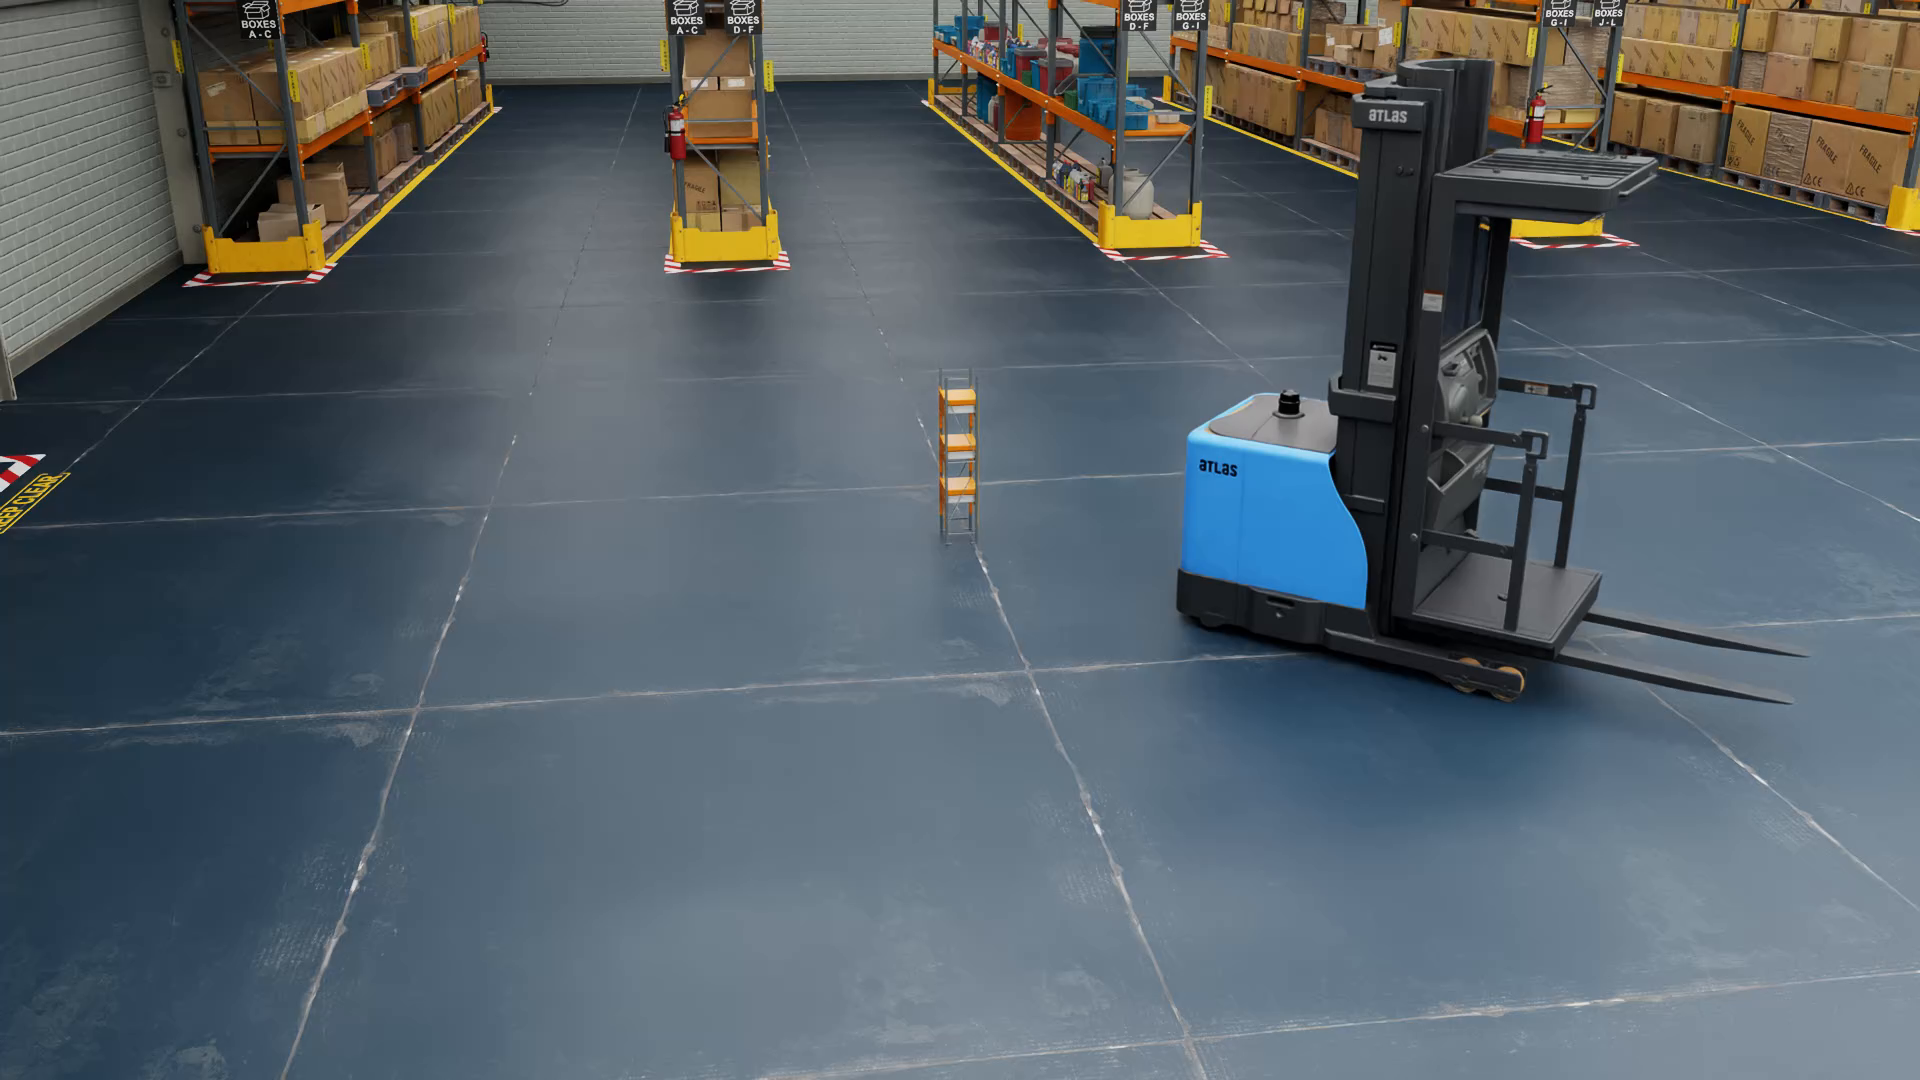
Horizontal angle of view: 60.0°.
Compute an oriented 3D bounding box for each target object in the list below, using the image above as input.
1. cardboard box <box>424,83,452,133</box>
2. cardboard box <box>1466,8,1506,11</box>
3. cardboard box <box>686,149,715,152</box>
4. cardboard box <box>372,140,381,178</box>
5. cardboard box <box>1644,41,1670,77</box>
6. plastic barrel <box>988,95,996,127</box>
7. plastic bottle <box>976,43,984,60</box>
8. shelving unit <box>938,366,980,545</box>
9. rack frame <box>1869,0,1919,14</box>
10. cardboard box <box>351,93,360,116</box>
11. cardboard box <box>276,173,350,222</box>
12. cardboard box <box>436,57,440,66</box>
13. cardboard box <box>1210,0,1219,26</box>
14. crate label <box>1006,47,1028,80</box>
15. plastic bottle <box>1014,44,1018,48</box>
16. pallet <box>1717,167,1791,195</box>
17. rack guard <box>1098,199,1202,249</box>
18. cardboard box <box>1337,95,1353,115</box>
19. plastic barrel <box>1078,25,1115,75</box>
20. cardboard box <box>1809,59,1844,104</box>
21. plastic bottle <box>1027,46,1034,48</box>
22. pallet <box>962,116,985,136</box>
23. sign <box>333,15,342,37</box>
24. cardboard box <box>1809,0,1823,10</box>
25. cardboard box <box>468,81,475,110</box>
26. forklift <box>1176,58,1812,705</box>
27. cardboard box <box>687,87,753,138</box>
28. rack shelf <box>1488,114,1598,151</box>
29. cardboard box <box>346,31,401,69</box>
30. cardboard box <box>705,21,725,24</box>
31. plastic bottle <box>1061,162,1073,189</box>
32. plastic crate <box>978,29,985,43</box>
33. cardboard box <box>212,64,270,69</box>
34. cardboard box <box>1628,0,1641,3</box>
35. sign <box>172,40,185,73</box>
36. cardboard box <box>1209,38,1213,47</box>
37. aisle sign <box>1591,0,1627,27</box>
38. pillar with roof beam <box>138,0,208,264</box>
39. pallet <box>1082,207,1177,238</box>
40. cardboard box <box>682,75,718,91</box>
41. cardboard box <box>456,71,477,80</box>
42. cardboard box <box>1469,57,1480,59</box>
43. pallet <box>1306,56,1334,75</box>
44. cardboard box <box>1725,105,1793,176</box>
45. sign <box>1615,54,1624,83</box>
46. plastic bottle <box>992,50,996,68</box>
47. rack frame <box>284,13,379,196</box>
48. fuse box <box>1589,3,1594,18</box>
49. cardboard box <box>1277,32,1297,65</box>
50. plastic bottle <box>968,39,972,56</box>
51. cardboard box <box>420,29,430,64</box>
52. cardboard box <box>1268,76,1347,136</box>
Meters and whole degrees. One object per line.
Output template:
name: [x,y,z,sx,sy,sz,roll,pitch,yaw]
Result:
cardboard box: [-8.912,-7.154,27.556,0.750,0.750,0.750,-2,21,-6]
cardboard box: [7.003,-6.810,22.165,0.500,0.500,0.500,-3,21,-8]
cardboard box: [-3.236,-4.536,20.332,0.500,0.500,0.500,-3,21,-8]
cardboard box: [-8.359,-5.186,22.759,0.700,0.500,0.500,-3,21,-9]
cardboard box: [10.954,-7.425,25.666,0.500,0.500,0.500,-3,21,-8]
plastic barrel: [0.694,-7.387,28.663,0.421,0.512,0.421,0,20,0]
plastic bottle: [0.361,-8.432,28.683,0.152,0.276,0.135,-3,21,-8]
shelving unit: [-0.008,-0.510,10.082,0.215,1.050,0.252,-3,21,-8]
rack frame: [15.822,-8.355,28.299,1.000,3.000,0.127,-3,21,-8]
cardboard box: [-7.681,-5.338,20.408,0.500,0.250,0.500,-3,21,-8]
cardboard box: [-7.685,-4.069,19.767,0.700,0.500,0.500,-4,21,-11]
cardboard box: [-8.819,-7.925,27.478,0.380,0.149,0.250,-3,21,-8]
cardboard box: [5.040,-9.980,31.367,0.500,0.500,0.500,-3,21,-7]
crate label: [0.990,-7.264,25.328,0.502,0.435,0.616,-3,21,-8]
plastic bottle: [0.972,-8.369,28.521,0.097,0.271,0.097,0,20,0]
pallet: [11.547,-5.112,23.601,1.003,0.211,1.213,-3,21,-8]
rack guard: [2.210,-3.688,19.377,1.175,0.500,0.348,-3,21,-8]
cardboard box: [6.228,-6.828,26.082,0.500,0.250,0.500,-1,20,-2]
plastic barrel: [1.935,-6.604,22.895,0.600,0.901,0.708,-3,21,-8]
cardboard box: [11.819,-6.068,21.961,0.875,0.550,0.500,-3,21,-8]
plastic bottle: [1.172,-8.194,28.044,0.152,0.276,0.135,-3,21,-8]
pallet: [0.608,-7.415,29.767,1.003,0.211,1.213,-3,21,-8]
sign: [-9.238,-7.619,24.673,0.100,0.325,0.005,-3,21,-8]
cardboard box: [15.342,-9.386,29.486,0.500,0.500,0.500,-3,21,-8]
cardboard box: [-9.497,-8.317,31.168,0.700,0.500,0.500,-4,21,-10]
forklift: [2.694,-0.798,8.164,3.031,2.935,1.130,12,24,30]
cardboard box: [-2.689,-4.796,18.627,0.700,0.500,0.500,-3,21,-8]
rack shelf: [6.881,-5.441,21.524,1.077,0.370,4.000,-3,21,-8]
cardboard box: [-8.611,-7.196,24.425,0.700,0.500,0.500,-5,21,-14]
cardboard box: [-2.851,-5.778,19.403,0.700,0.500,0.500,-3,21,-8]
plastic bottle: [1.424,-4.820,21.991,0.144,0.351,0.185,-4,21,-10]
plastic crate: [0.500,-9.501,31.450,0.437,0.282,0.530,-3,21,-8]
cardboard box: [-7.877,-4.953,18.306,0.500,0.500,0.500,-3,21,-7]
cardboard box: [14.456,-11.460,35.039,0.500,0.500,0.500,-3,21,-9]
sign: [-8.088,-5.005,17.224,0.100,0.325,0.005,-3,21,-8]
cardboard box: [4.960,-9.478,31.666,0.380,0.149,0.250,-3,21,-7]
aisle sign: [7.475,-6.297,19.073,0.394,0.787,0.004,-3,21,-8]
pillar with roof beam: [-4.233,-7.562,17.602,9.100,9.000,0.400,-3,21,-8]
pallet: [2.098,-3.835,20.182,1.003,0.211,1.213,-3,21,-8]
cardboard box: [-2.878,-5.060,18.408,0.380,0.149,0.250,-3,21,-9]
cardboard box: [-9.406,-8.844,31.654,0.380,0.149,0.250,-2,21,-6]
cardboard box: [6.897,-5.806,20.905,0.875,0.500,0.500,-3,21,-8]
pallet: [6.224,-7.524,26.348,1.213,0.211,1.003,-3,21,-8]
cardboard box: [11.536,-5.666,23.534,0.875,0.875,0.875,-3,21,-7]
sign: [7.706,-5.518,19.466,0.100,0.325,0.005,-3,21,-8]
plastic bottle: [0.574,-7.852,27.135,0.097,0.271,0.097,0,20,0]
rack frame: [-8.113,-5.721,21.246,1.000,3.000,0.127,-3,21,-8]
fuse box: [15.933,-12.528,41.313,0.539,1.711,0.414,-3,21,-8]
cardboard box: [5.633,-8.233,27.830,0.500,0.500,0.500,-3,21,-8]
plastic bottle: [0.188,-8.741,29.499,0.061,0.283,0.133,-3,21,-8]
cardboard box: [-8.572,-7.664,25.852,0.500,0.500,0.500,-2,21,-6]
cardboard box: [5.937,-7.297,27.901,1.225,0.875,0.875,-4,21,-10]
